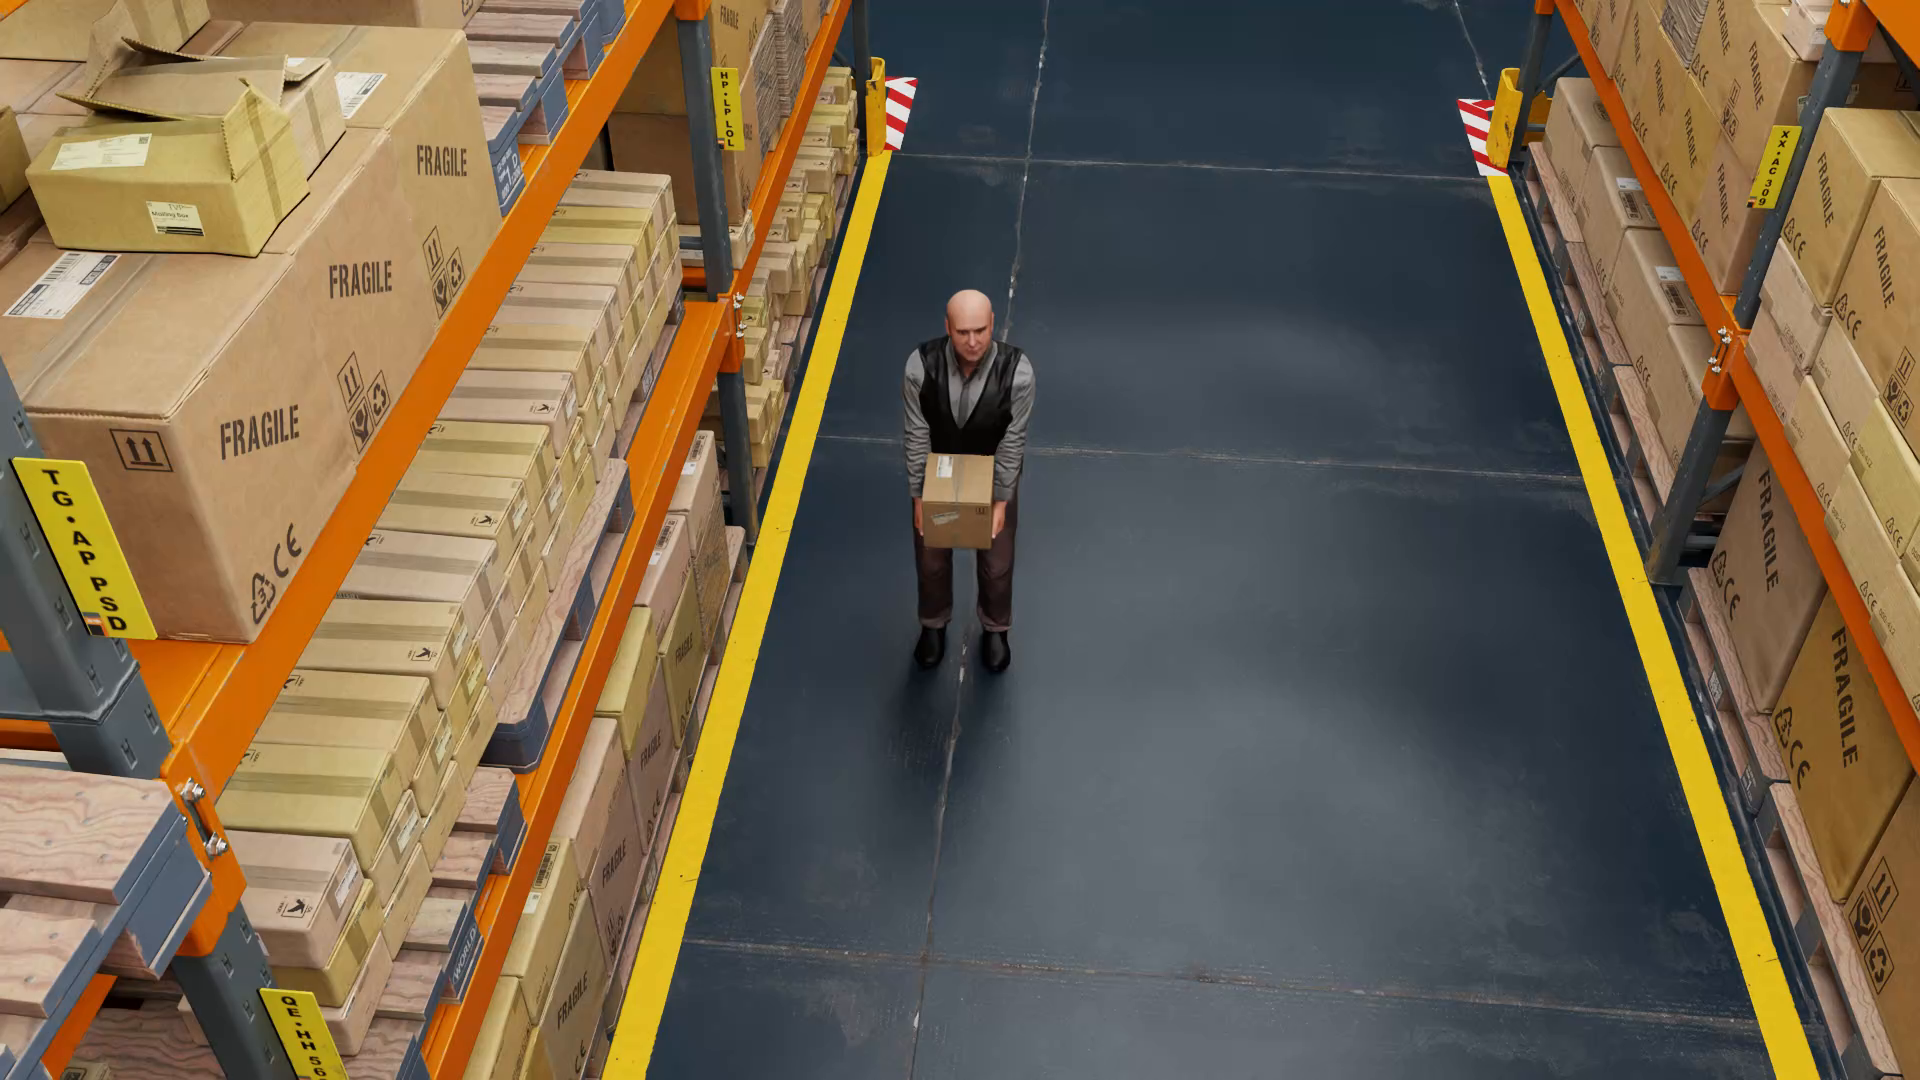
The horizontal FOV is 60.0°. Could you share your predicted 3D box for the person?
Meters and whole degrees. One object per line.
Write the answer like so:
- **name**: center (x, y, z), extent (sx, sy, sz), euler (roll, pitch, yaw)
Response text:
- **person**: center (0.028, -0.173, 6.388), extent (0.494, 1.720, 0.559), euler (3, 40, 3)
